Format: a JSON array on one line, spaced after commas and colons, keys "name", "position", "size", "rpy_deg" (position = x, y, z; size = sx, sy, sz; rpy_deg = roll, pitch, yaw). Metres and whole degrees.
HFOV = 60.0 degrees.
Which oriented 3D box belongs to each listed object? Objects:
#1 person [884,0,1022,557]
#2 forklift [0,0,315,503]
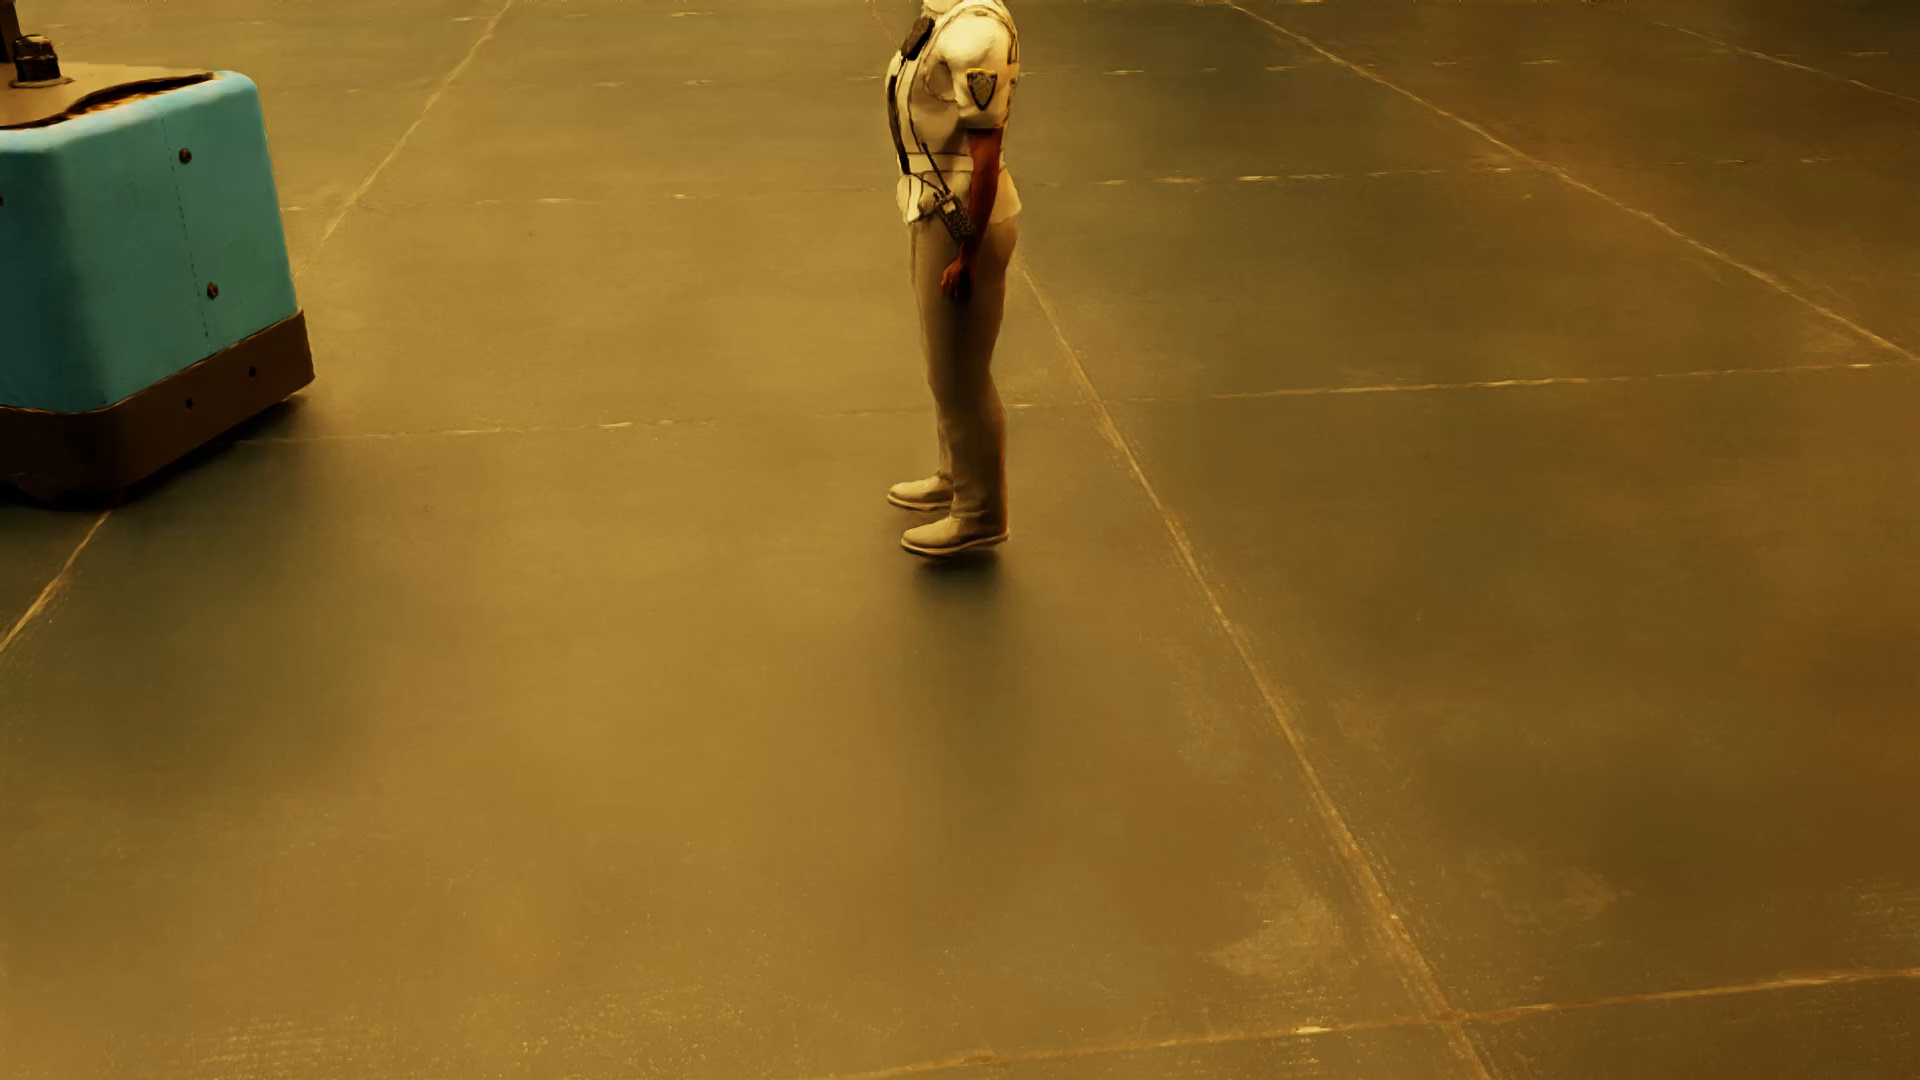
[{"name": "person", "position": [-0.021, -0.797, 4.226], "size": [0.338, 1.692, 0.446], "rpy_deg": [-3, 26, -7]}, {"name": "forklift", "position": [-3.729, -1.763, 4.889], "size": [3.031, 2.935, 1.130], "rpy_deg": [6, 26, 13]}]
